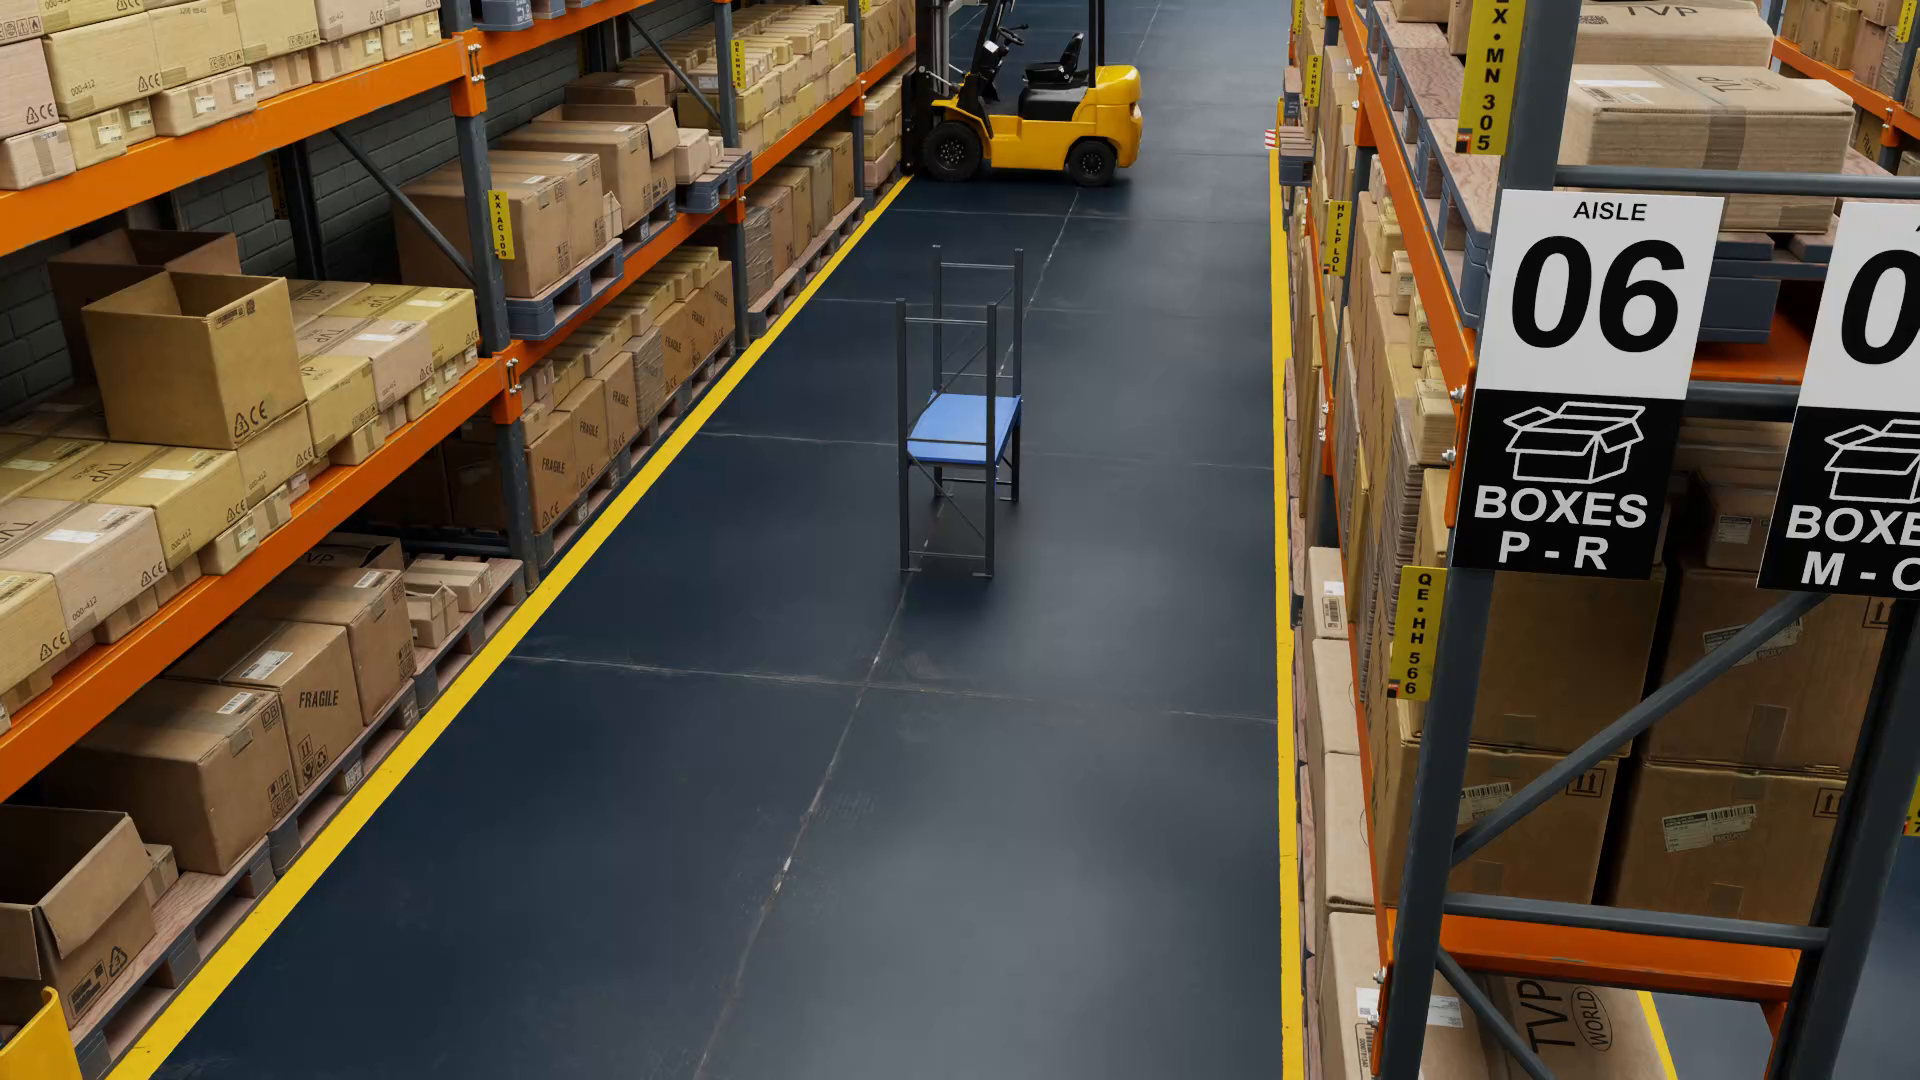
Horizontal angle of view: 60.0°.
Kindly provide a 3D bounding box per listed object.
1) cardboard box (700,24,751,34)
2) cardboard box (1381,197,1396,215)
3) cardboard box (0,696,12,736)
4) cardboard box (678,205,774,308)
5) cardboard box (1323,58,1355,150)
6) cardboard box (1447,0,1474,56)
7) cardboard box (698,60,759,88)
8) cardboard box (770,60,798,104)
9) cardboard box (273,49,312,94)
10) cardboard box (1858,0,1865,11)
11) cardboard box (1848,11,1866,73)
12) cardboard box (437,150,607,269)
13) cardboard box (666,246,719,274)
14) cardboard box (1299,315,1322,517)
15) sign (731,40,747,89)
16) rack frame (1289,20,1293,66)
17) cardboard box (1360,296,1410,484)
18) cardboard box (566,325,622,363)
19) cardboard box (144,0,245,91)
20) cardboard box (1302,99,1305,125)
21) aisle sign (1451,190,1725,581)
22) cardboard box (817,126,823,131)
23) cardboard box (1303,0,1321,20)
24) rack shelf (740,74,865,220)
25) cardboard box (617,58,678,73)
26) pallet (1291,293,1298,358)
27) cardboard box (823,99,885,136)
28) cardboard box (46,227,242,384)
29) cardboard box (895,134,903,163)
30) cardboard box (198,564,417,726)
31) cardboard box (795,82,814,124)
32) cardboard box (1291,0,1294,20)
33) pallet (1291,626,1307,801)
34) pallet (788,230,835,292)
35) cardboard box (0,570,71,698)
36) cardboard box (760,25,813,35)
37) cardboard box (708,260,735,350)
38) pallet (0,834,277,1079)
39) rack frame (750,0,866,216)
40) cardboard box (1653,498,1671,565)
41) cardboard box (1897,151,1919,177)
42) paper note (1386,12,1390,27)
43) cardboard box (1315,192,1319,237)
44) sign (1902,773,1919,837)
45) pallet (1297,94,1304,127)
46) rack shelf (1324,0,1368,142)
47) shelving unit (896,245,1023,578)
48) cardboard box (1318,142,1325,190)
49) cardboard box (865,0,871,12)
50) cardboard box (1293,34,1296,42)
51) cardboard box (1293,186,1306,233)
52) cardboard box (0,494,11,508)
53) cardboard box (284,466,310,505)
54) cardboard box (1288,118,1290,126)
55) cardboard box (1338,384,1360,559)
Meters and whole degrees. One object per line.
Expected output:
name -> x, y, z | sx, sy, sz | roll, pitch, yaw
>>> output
cardboard box -> -1.935, -4.157, 13.710 | 0.380, 0.149, 0.250 | 4, 25, 8
cardboard box -> 1.750, -1.151, 6.109 | 0.380, 0.149, 0.250 | 4, 25, 8
cardboard box -> -3.042, 0.535, 4.866 | 0.380, 0.149, 0.250 | 4, 25, 8
cardboard box -> -1.943, -2.181, 12.678 | 0.875, 0.625, 0.625 | 5, 26, 10
cardboard box -> 2.445, -2.565, 9.894 | 0.500, 0.500, 0.500 | 4, 25, 9
cardboard box -> 1.996, -1.866, 5.425 | 0.797, 0.503, 0.637 | 6, 26, 13
cardboard box -> -1.674, -3.370, 12.029 | 0.380, 0.149, 0.250 | 5, 25, 10
cardboard box -> -1.559, -3.561, 12.906 | 0.500, 0.250, 0.500 | 3, 25, 7
cardboard box -> -2.693, -1.782, 6.276 | 0.380, 0.149, 0.250 | 5, 26, 10
cardboard box -> 8.686, -5.000, 14.943 | 0.875, 0.550, 0.550 | 4, 25, 9
cardboard box -> 8.713, -4.509, 15.168 | 0.875, 0.550, 0.550 | 4, 25, 9
cardboard box -> -2.328, -1.773, 8.885 | 0.700, 0.500, 0.500 | 4, 25, 9
cardboard box -> -1.890, -1.934, 11.532 | 0.380, 0.149, 0.250 | 3, 25, 6
cardboard box -> 2.347, -0.662, 9.138 | 0.875, 0.875, 0.875 | 5, 26, 10
sign -> -1.522, -3.262, 11.407 | 0.100, 0.325, 0.005 | 4, 25, 9
rack frame -> 4.146, -5.810, 18.125 | 1.000, 3.000, 0.127 | 4, 25, 9
cardboard box -> 1.600, -0.472, 5.423 | 0.500, 0.500, 0.500 | 4, 25, 8
cardboard box -> -2.240, -1.168, 9.894 | 0.380, 0.149, 0.250 | 5, 26, 10
cardboard box -> -2.804, -1.698, 5.627 | 0.500, 0.250, 0.500 | 4, 25, 8
cardboard box -> 2.710, -3.141, 12.222 | 0.380, 0.149, 0.250 | 4, 25, 9
aisle sign -> 1.214, -0.287, 3.259 | 0.394, 0.787, 0.004 | 4, 25, 9
cardboard box -> -1.516, -4.097, 16.032 | 0.500, 0.250, 0.500 | 5, 25, 10
cardboard box -> 3.052, -4.122, 13.553 | 0.500, 0.500, 0.500 | 4, 25, 9
rack shelf -> -1.732, -3.317, 13.647 | 1.077, 0.370, 4.000 | 4, 25, 9
cardboard box -> -2.273, -3.413, 12.120 | 0.380, 0.149, 0.250 | 5, 25, 10
pallet -> 2.968, -1.528, 12.266 | 1.003, 0.211, 1.213 | 4, 25, 9
cardboard box -> -1.017, -4.058, 15.950 | 0.500, 0.250, 0.500 | 4, 25, 8
cardboard box -> -3.218, -0.936, 6.652 | 0.500, 0.500, 0.500 | 3, 25, 7
cardboard box -> -0.863, -4.033, 17.076 | 0.500, 0.250, 0.500 | 4, 25, 9
cardboard box -> -2.825, 0.443, 7.219 | 0.700, 0.500, 0.500 | 3, 25, 7
cardboard box -> -1.494, -3.550, 13.473 | 0.500, 0.250, 0.500 | 5, 26, 10
cardboard box -> 3.795, -5.811, 17.658 | 0.500, 0.500, 0.500 | 4, 25, 8
pallet -> 1.983, 0.784, 7.326 | 1.003, 0.211, 1.213 | 4, 25, 9
pallet -> -1.684, -2.394, 14.116 | 1.003, 0.211, 1.213 | 4, 25, 9
cardboard box -> -3.026, 0.301, 4.894 | 0.500, 0.250, 0.500 | 4, 25, 9
cardboard box -> -1.422, -4.124, 13.639 | 0.380, 0.149, 0.250 | 4, 25, 9
cardboard box -> -1.916, -1.673, 11.739 | 0.500, 0.500, 0.500 | 5, 26, 10
pallet -> -3.225, 1.437, 5.931 | 1.003, 0.211, 1.213 | 4, 25, 9
rack frame -> -1.405, -4.480, 15.282 | 1.000, 3.000, 0.127 | 4, 25, 9
cardboard box -> 1.392, -0.074, 3.808 | 0.380, 0.149, 0.250 | 4, 25, 9
cardboard box -> 8.380, -2.742, 13.728 | 1.050, 0.750, 0.750 | 4, 25, 8
paper note -> 1.300, -1.588, 5.066 | 0.006, 0.032, 0.123 | 4, 25, 9
cardboard box -> 2.444, -1.993, 10.147 | 0.500, 0.250, 0.500 | 3, 25, 7
sign -> 2.078, 0.495, 3.541 | 0.100, 0.325, 0.005 | 4, 25, 9
pallet -> 3.122, -3.208, 12.792 | 1.003, 0.211, 1.213 | 4, 25, 9
rack shelf -> 2.512, -2.661, 8.706 | 1.077, 0.370, 4.000 | 4, 25, 9
shelving unit -> 0.014, -0.715, 9.008 | 0.538, 1.500, 1.048 | 4, 25, 9
cardboard box -> 2.427, -2.212, 10.024 | 0.500, 0.250, 0.500 | 5, 25, 10
cardboard box -> -1.053, -5.042, 15.601 | 0.380, 0.149, 0.250 | 5, 25, 10
cardboard box -> 3.649, -5.254, 17.232 | 0.380, 0.149, 0.250 | 4, 25, 9
cardboard box -> 3.409, -2.918, 14.550 | 0.950, 0.372, 0.625 | 4, 25, 9
cardboard box -> -3.467, 0.046, 5.439 | 0.500, 0.250, 0.500 | 4, 25, 9
cardboard box -> -2.785, -0.225, 6.489 | 0.380, 0.149, 0.250 | 4, 25, 8
cardboard box -> 3.488, -4.114, 16.365 | 0.500, 0.500, 0.500 | 5, 26, 11
cardboard box -> 1.676, -0.241, 6.108 | 0.500, 0.500, 0.500 | 4, 25, 9
